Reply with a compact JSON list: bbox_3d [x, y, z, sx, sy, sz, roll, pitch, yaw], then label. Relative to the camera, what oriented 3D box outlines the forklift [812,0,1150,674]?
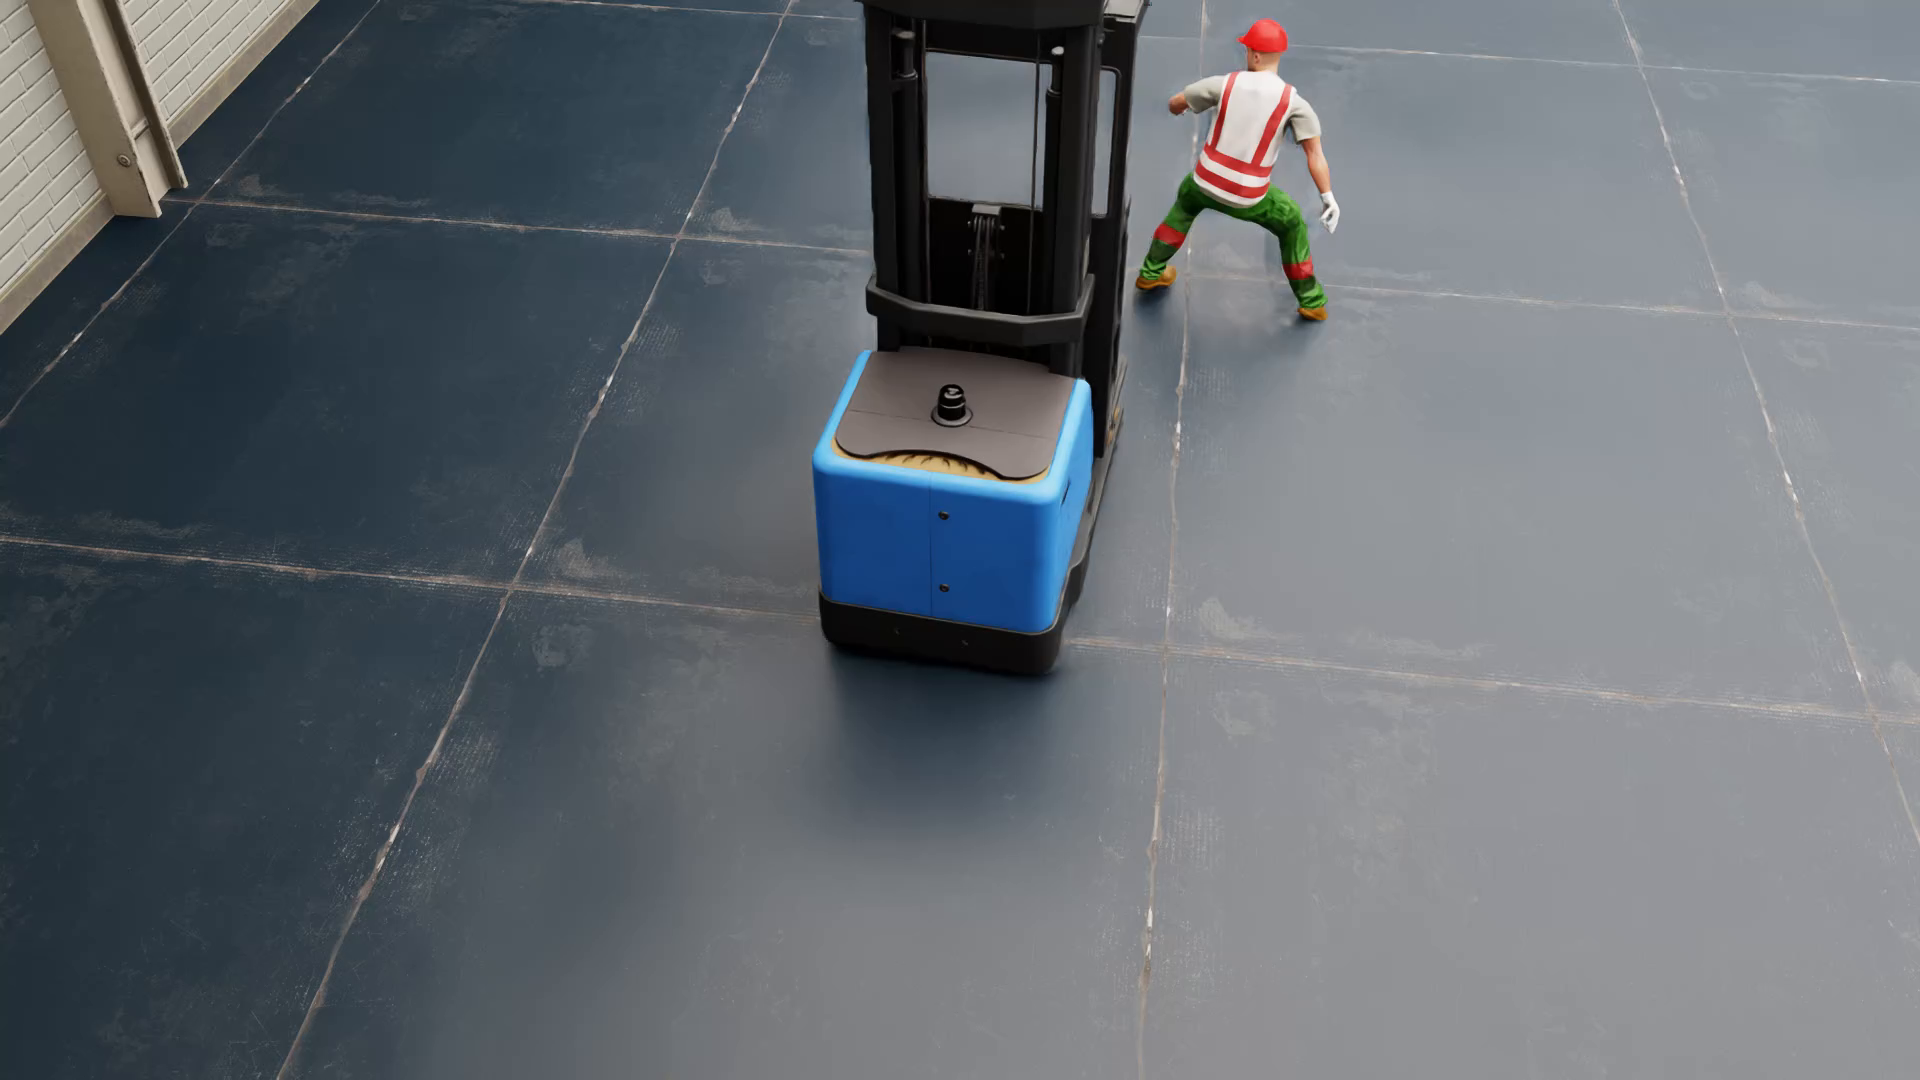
[{"bbox_3d":[0.216,-1.514,7.372,1.130,2.935,3.031,9,43,9],"label":"forklift"}]

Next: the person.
[{"bbox_3d":[1.537,-1.869,8.817,1.128,1.732,0.579,22,47,22],"label":"person"}]
